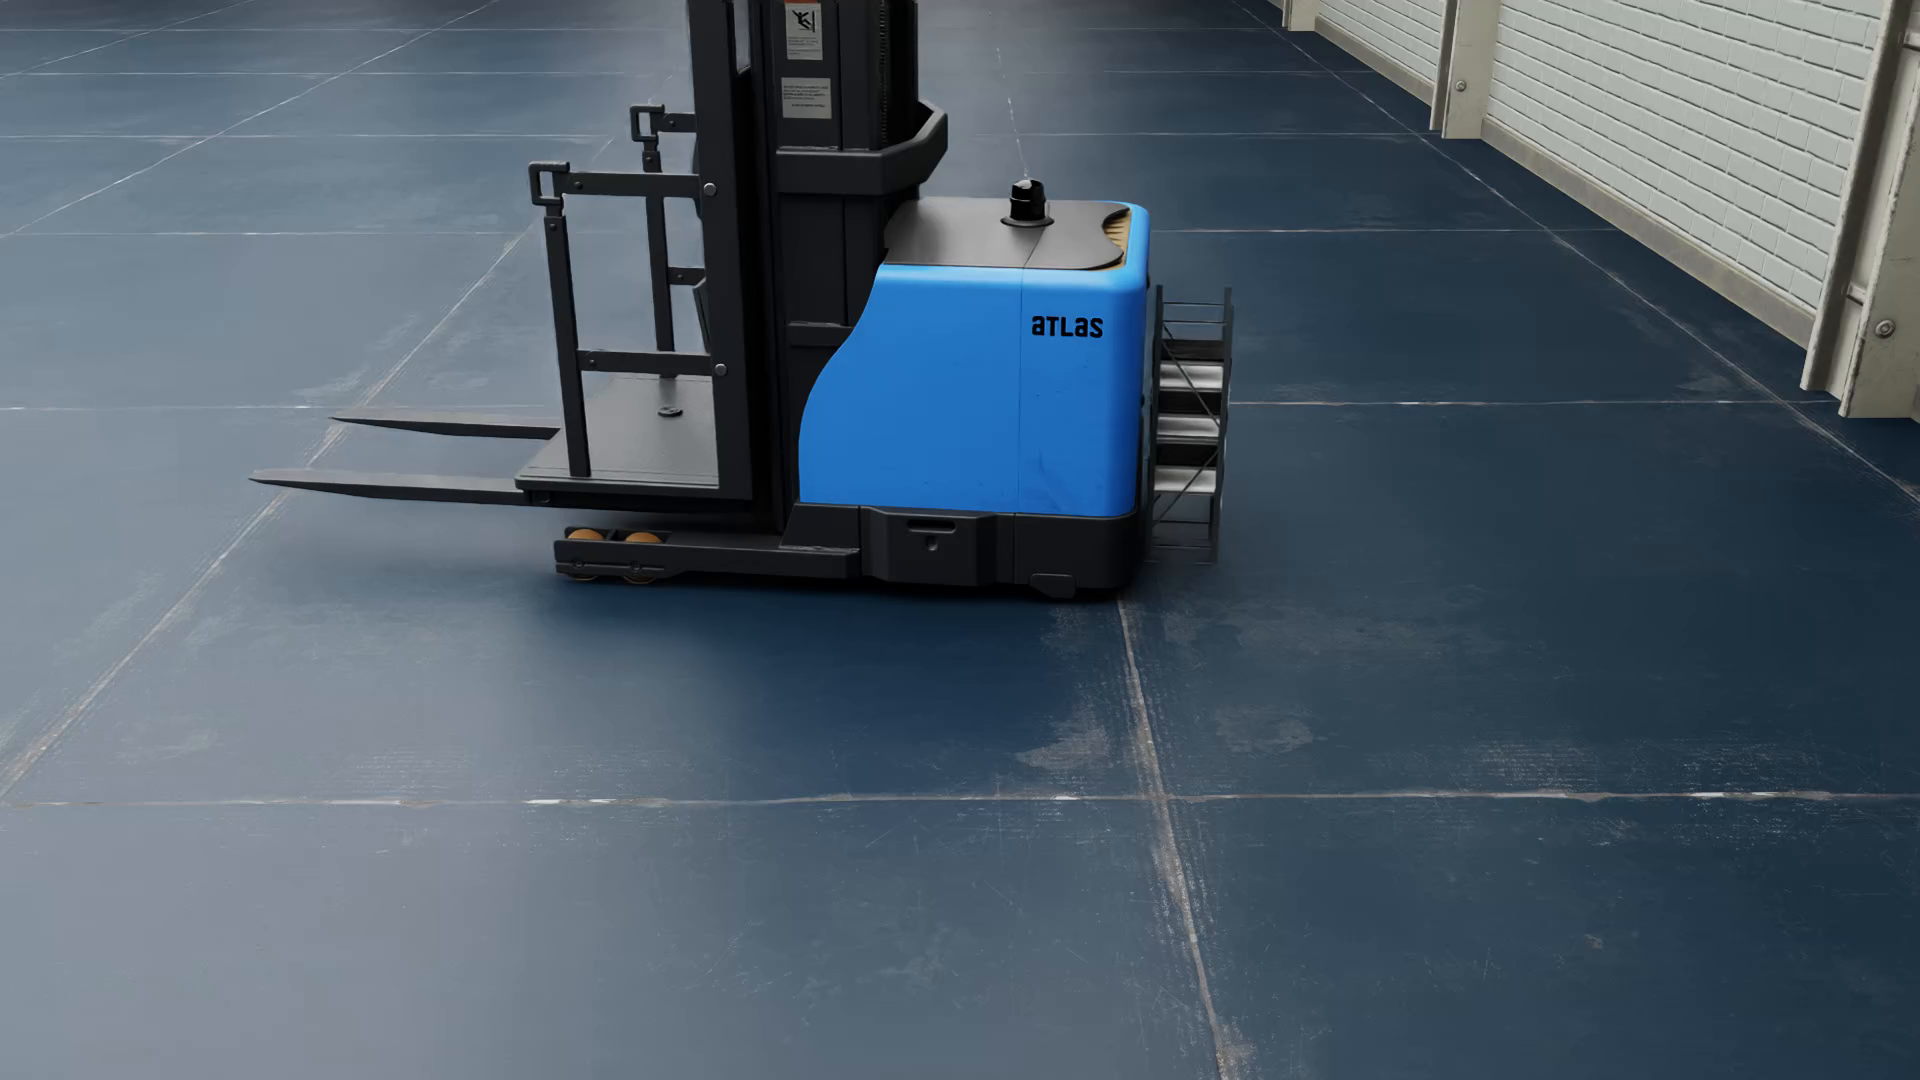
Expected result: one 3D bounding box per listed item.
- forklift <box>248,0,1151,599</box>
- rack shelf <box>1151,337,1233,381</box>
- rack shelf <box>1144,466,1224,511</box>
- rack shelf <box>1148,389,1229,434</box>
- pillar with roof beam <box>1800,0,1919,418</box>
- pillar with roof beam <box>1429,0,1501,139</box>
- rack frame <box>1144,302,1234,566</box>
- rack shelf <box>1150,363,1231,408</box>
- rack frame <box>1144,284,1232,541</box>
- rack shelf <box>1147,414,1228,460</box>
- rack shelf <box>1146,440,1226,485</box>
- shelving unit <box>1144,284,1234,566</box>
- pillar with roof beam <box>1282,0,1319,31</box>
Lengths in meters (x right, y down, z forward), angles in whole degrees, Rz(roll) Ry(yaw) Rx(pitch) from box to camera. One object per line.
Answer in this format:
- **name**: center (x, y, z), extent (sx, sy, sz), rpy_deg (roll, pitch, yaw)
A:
- **forklift**: center (-0.892, -1.403, 5.294), extent (3.031, 2.935, 1.130), rpy_deg (3, 25, 6)
- **rack shelf**: center (0.748, -0.588, 5.384), extent (0.258, 0.077, 0.200), rpy_deg (2, 24, 5)
- **rack shelf**: center (0.748, -0.178, 5.569), extent (0.258, 0.077, 0.200), rpy_deg (2, 24, 5)
- **rack shelf**: center (0.748, -0.424, 5.458), extent (0.258, 0.077, 0.200), rpy_deg (2, 24, 5)
- **pillar with roof beam**: center (-0.501, -4.669, 5.153), extent (9.100, 9.000, 0.400), rpy_deg (0, 24, -1)
- **pillar with roof beam**: center (-0.566, -7.141, 10.619), extent (9.100, 9.000, 0.400), rpy_deg (0, 24, -1)
- **rack frame**: center (0.738, -0.331, 5.389), extent (0.240, 0.900, 0.006), rpy_deg (2, 24, 5)
- **rack shelf**: center (0.748, -0.506, 5.421), extent (0.258, 0.077, 0.200), rpy_deg (2, 24, 5)
- **rack frame**: center (0.759, -0.414, 5.574), extent (0.240, 0.900, 0.006), rpy_deg (2, 24, 5)
- **rack shelf**: center (0.748, -0.342, 5.495), extent (0.258, 0.077, 0.200), rpy_deg (2, 24, 5)
- **rack shelf**: center (0.748, -0.260, 5.532), extent (0.258, 0.077, 0.200), rpy_deg (2, 24, 5)
- **shelving unit**: center (0.748, -0.372, 5.481), extent (0.258, 0.900, 0.210), rpy_deg (2, 24, 5)
- **pillar with roof beam**: center (-0.632, -9.614, 16.086), extent (9.100, 9.000, 0.400), rpy_deg (0, 24, -1)
